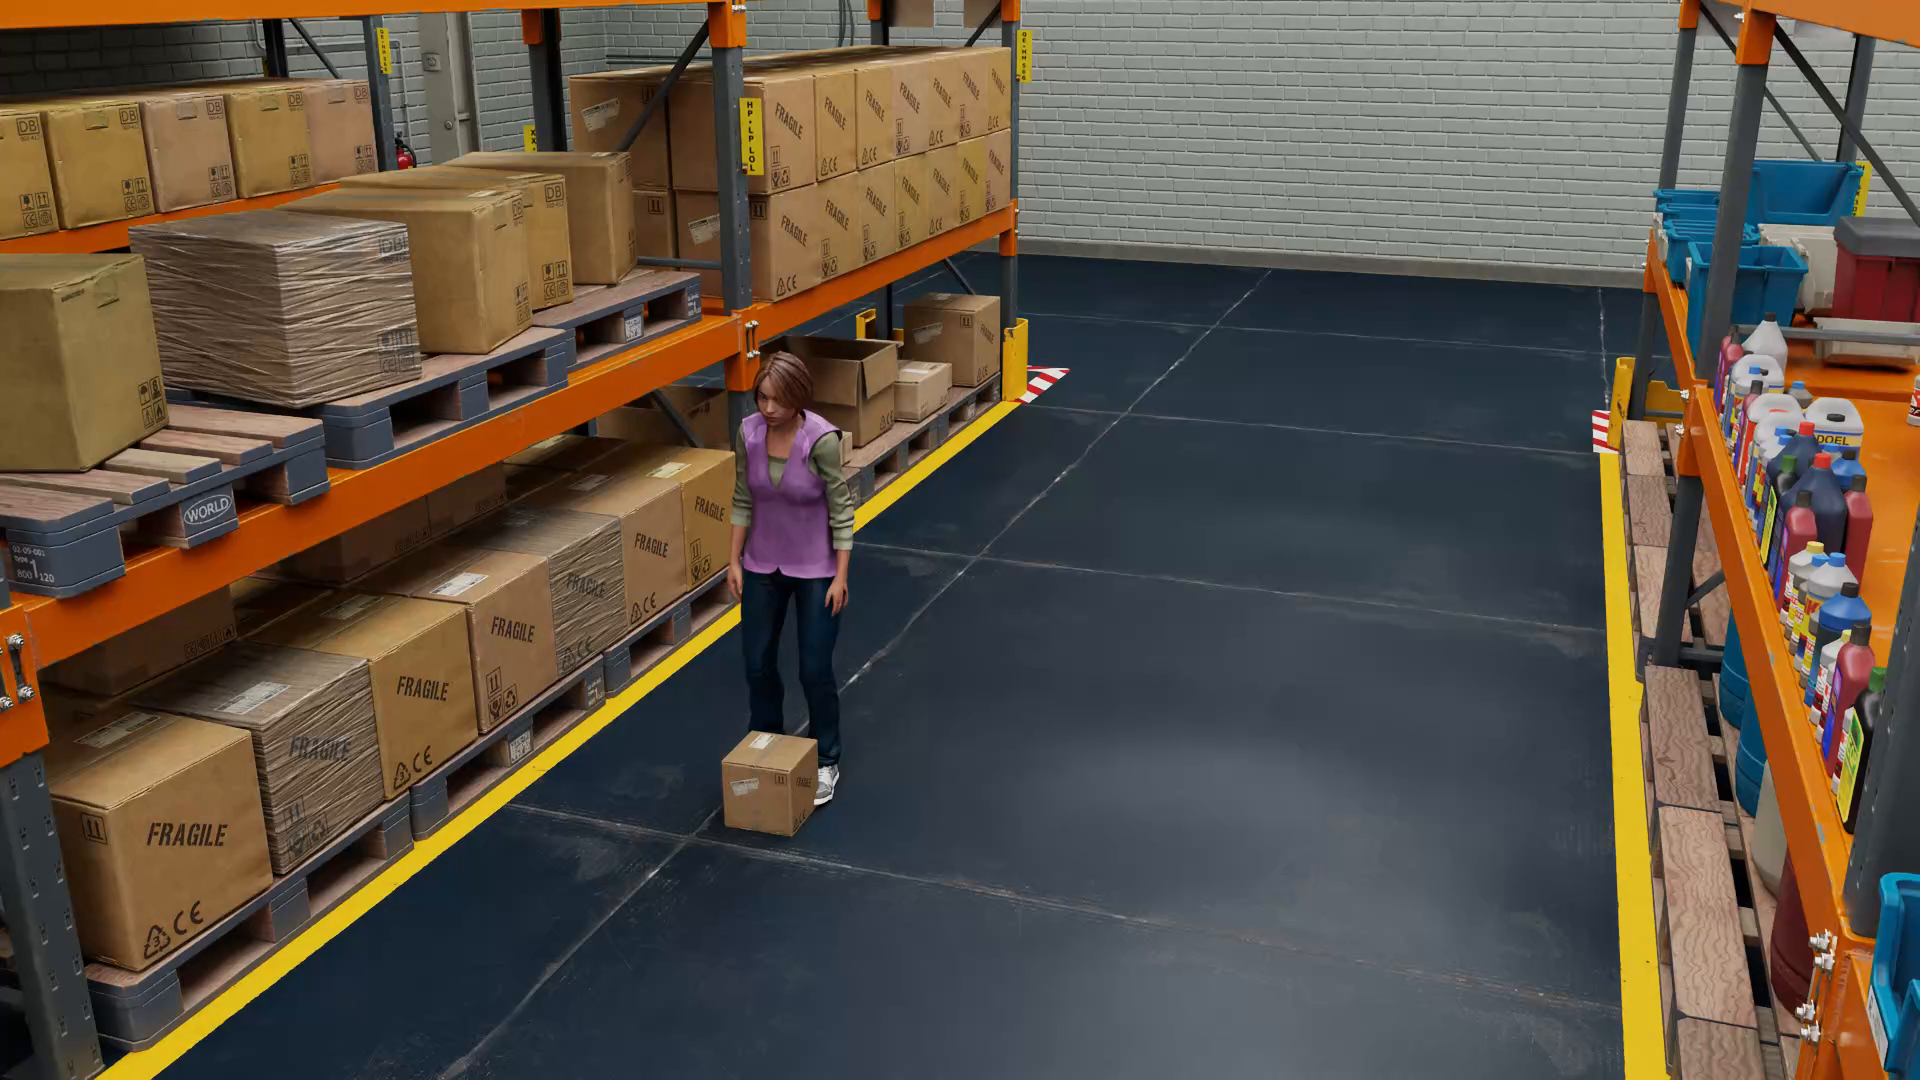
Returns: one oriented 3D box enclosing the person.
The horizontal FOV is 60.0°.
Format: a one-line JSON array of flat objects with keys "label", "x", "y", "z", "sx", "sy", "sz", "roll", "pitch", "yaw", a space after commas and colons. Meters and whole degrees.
[{"label": "person", "x": -0.583, "y": 0.240, "z": 5.751, "sx": 0.459, "sy": 1.352, "sz": 0.324, "roll": 6, "pitch": 20, "yaw": 17}]
